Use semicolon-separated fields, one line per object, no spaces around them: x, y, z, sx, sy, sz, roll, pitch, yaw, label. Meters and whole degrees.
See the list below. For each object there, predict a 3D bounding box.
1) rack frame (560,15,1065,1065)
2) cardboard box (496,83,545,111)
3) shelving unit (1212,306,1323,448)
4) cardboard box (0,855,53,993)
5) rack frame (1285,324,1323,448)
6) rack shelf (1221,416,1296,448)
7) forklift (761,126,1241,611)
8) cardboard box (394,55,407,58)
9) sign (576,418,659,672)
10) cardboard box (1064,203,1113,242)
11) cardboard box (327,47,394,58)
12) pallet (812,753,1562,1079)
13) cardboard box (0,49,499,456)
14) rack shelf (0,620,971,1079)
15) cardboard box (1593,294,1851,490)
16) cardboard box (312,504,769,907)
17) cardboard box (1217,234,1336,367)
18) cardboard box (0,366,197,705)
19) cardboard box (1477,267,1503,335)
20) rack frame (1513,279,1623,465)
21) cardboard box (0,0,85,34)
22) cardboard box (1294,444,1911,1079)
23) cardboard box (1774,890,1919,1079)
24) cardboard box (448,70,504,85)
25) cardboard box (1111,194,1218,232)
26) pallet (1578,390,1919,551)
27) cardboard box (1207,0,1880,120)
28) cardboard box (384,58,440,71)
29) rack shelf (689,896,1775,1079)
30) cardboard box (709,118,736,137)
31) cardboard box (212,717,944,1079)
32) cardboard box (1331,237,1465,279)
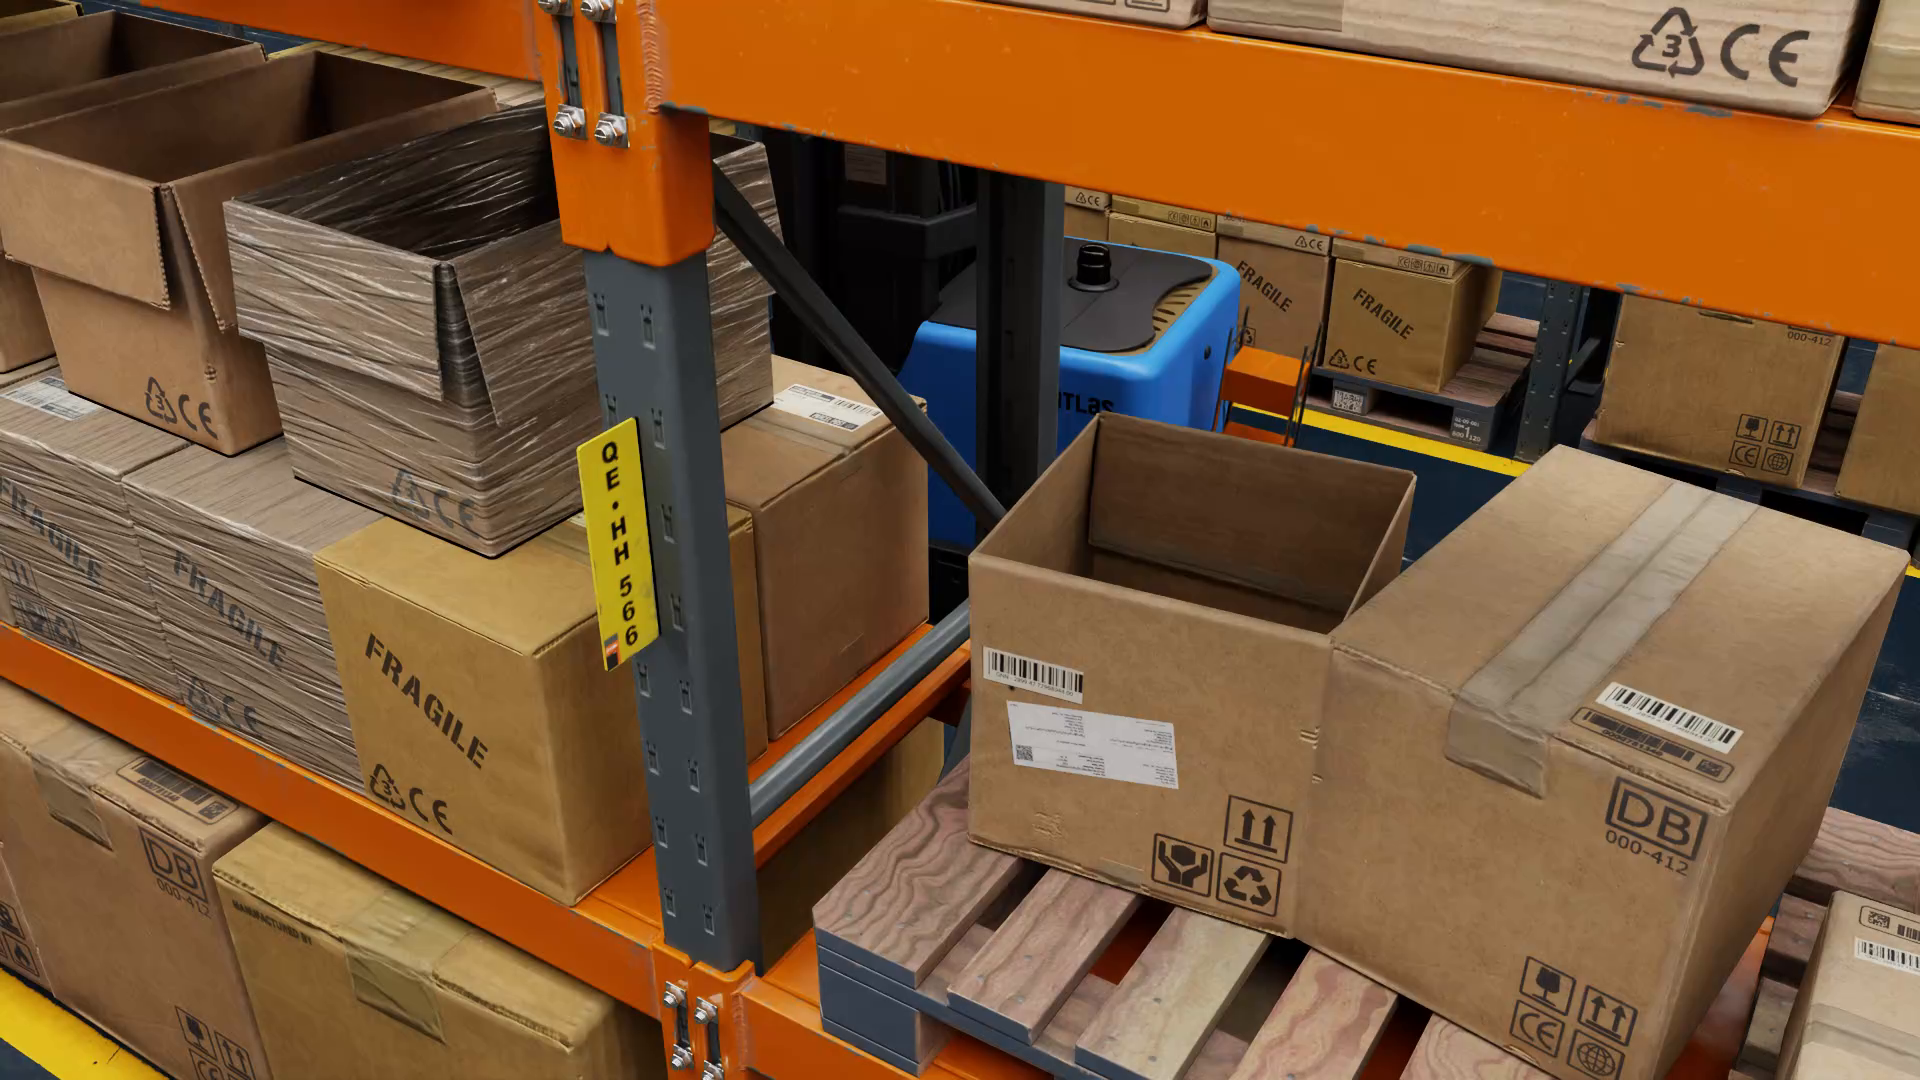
-0.137;0.270;2.810;0.053;2.616;0.949;18;35;27;rack frame
-2.388;-2.399;9.207;0.250;0.149;0.380;16;34;26;cardboard box
0.974;-0.243;5.606;0.252;1.050;0.215;17;34;18;shelving unit
-2.217;0.339;4.385;0.875;0.875;1.225;16;34;26;cardboard box
1.084;-0.208;5.568;0.008;1.050;0.200;17;34;18;rack frame
0.973;-0.234;5.612;0.240;0.259;0.215;17;34;18;rack shelf
-0.570;-1.400;5.741;3.031;2.935;1.130;13;33;21;forklift
-3.427;-3.043;10.311;0.250;0.149;0.380;18;35;28;cardboard box
-0.431;0.009;2.108;0.005;0.325;0.100;18;35;27;sign
0.580;-1.405;7.745;0.500;0.500;0.500;18;35;28;cardboard box
-3.632;-2.860;9.998;0.250;0.149;0.380;18;35;28;cardboard box
0.521;0.500;2.606;1.003;0.211;1.213;18;35;27;pallet
-1.300;-0.583;3.178;0.637;0.503;0.797;18;35;28;cardboard box
-1.833;0.047;3.907;4.000;0.370;1.077;18;35;27;rack shelf
3.052;-0.826;6.505;0.750;0.750;1.050;17;34;27;cardboard box
-0.689;0.202;2.827;0.500;0.500;0.500;19;35;29;cardboard box
1.450;-1.125;7.266;0.500;0.500;0.500;19;35;29;cardboard box
-1.549;-0.072;3.297;0.500;0.500;0.500;16;34;26;cardboard box
2.120;-1.218;7.425;0.500;0.500;0.500;16;34;25;cardboard box
2.584;-1.818;6.390;0.127;3.000;1.000;18;35;27;rack frame
-2.406;-0.920;3.755;0.637;0.503;0.797;18;35;28;cardboard box
0.866;0.282;2.274;0.500;0.500;0.700;23;38;34;cardboard box
1.158;0.702;1.801;0.500;0.250;0.500;17;34;26;cardboard box
-2.804;-2.539;9.447;0.250;0.149;0.380;18;35;28;cardboard box
1.009;-1.588;7.316;0.500;0.250;0.500;18;35;28;cardboard box
3.211;-0.370;6.675;1.213;0.211;1.003;18;35;27;pallet
0.558;-0.587;1.451;0.500;0.250;0.500;18;35;29;cardboard box
-3.232;-2.707;9.735;0.250;0.149;0.380;16;34;25;cardboard box
1.555;1.118;2.070;4.000;0.370;1.077;18;35;27;rack shelf
-1.244;-2.081;8.662;0.250;0.149;0.380;19;35;29;cardboard box
-0.712;0.814;3.569;0.875;0.875;1.225;16;34;25;cardboard box
1.865;-1.315;6.847;0.500;0.250;0.500;17;34;26;cardboard box
